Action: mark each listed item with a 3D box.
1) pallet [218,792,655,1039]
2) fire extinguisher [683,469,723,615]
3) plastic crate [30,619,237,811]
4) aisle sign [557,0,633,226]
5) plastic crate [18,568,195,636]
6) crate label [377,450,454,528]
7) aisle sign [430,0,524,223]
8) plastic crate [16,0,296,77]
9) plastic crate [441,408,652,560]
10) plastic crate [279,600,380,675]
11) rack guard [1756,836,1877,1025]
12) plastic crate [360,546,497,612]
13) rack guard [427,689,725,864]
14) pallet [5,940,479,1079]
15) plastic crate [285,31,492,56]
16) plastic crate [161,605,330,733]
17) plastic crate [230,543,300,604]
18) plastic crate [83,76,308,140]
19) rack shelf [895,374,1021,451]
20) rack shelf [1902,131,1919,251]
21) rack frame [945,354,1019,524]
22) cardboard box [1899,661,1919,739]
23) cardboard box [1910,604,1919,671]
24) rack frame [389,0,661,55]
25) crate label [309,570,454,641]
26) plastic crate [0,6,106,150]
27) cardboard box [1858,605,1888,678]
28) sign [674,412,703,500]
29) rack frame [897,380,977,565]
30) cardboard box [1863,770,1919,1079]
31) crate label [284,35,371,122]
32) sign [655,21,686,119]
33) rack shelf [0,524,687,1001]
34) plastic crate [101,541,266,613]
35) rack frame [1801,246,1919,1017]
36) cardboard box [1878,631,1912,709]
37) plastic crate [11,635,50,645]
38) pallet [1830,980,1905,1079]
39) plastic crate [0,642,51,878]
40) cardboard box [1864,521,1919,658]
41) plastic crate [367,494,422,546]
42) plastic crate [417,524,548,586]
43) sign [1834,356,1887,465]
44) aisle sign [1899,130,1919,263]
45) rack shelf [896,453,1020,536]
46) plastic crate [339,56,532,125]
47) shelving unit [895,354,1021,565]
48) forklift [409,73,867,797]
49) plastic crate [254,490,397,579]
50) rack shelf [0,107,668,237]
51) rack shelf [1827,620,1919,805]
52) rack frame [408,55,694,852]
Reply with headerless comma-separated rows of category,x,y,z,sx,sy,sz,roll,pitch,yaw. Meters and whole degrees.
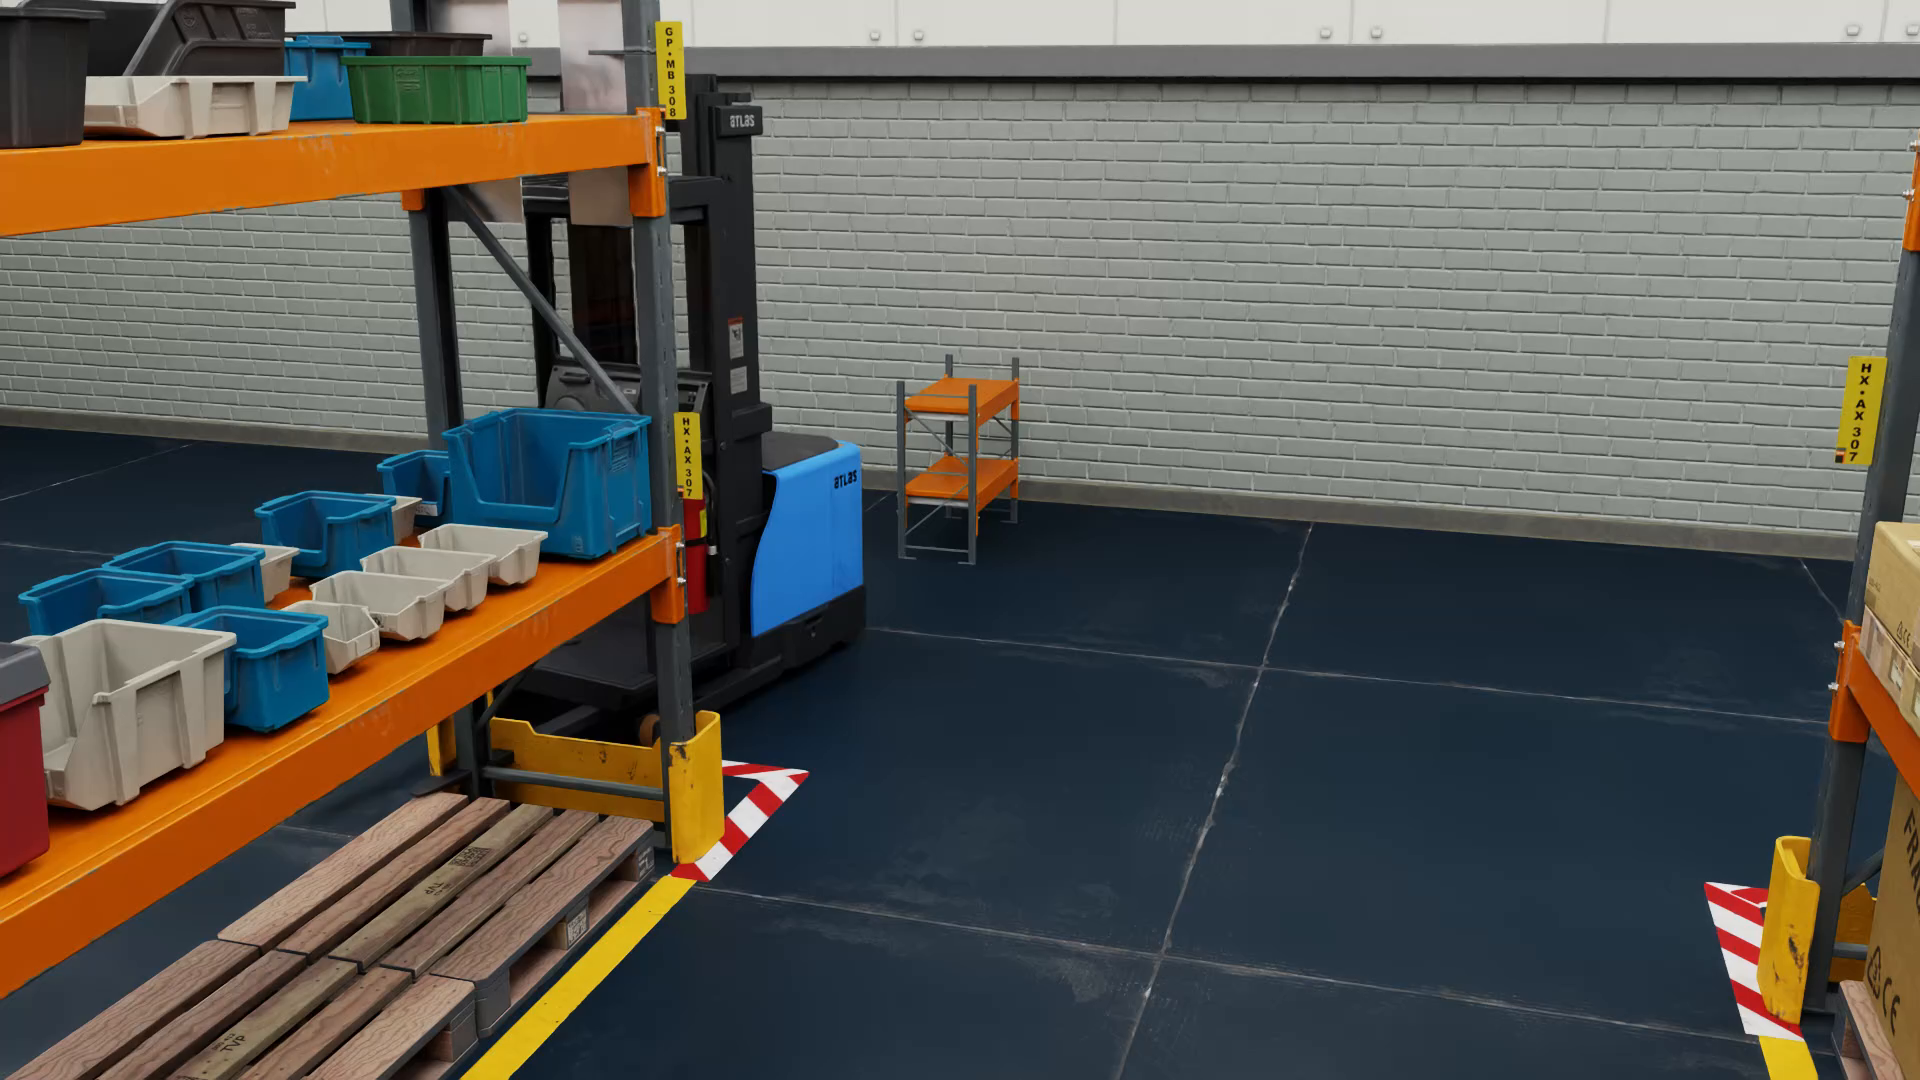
pallet,-1.804,1.284,5.915,1.003,0.211,1.213,5,16,16
fire extinguisher,-1.054,-0.058,6.361,0.296,0.674,0.183,5,16,16
plastic crate,-2.059,0.419,3.961,0.437,0.282,0.530,5,16,16
aisle sign,-1.231,-1.517,5.917,0.394,0.787,0.004,5,16,16
plastic crate,-2.378,0.244,4.671,0.416,0.233,0.300,5,16,16
crate label,-1.918,-0.179,6.162,0.416,0.233,0.303,5,16,16
aisle sign,-1.797,-1.563,6.078,0.394,0.787,0.004,5,16,16
plastic crate,-2.230,-1.305,4.550,0.504,0.338,0.767,5,16,16
plastic crate,-1.449,-0.214,5.912,0.616,0.435,0.499,5,16,16
plastic crate,-1.809,0.284,4.706,0.298,0.136,0.250,5,16,16
rack guard,3.223,1.310,5.294,1.175,0.500,0.348,5,16,16
plastic crate,-1.687,0.130,5.248,0.396,0.136,0.243,5,16,16
rack guard,-1.538,0.925,6.652,1.175,0.500,0.348,5,16,16
pallet,-2.153,1.602,4.794,1.003,0.211,1.213,5,16,16
plastic crate,-1.909,-1.571,5.615,0.497,0.269,0.590,5,16,16
plastic crate,-1.870,0.339,4.335,0.416,0.233,0.300,5,16,16
plastic crate,-2.282,0.122,5.276,0.250,0.136,0.298,5,16,16
plastic crate,-1.882,-1.027,3.938,0.437,0.136,0.530,5,16,16
rack shelf,0.002,-0.825,10.602,0.538,0.278,1.000,5,16,16
rack shelf,2.648,-0.460,2.775,1.077,0.370,4.000,5,16,16
rack frame,0.146,-0.676,11.151,0.500,1.125,0.032,5,16,16
cardboard box,2.655,0.436,4.255,0.380,0.149,0.250,4,16,15
cardboard box,2.680,0.284,4.060,0.500,0.250,0.500,4,16,15
rack frame,-1.532,-3.156,5.466,1.000,3.000,0.127,5,16,16
crate label,-1.743,0.205,4.984,0.396,0.136,0.243,5,16,16
plastic crate,-2.053,-0.908,3.275,0.497,0.269,0.590,5,16,16
cardboard box,2.799,0.302,4.728,0.380,0.149,0.250,5,17,17
sign,-1.000,-0.310,6.127,0.100,0.325,0.005,5,16,16
rack frame,-0.143,-0.410,10.213,0.500,1.125,0.032,5,16,16
cardboard box,3.111,1.108,4.551,0.875,0.875,0.875,5,16,16
crate label,-2.105,-1.425,5.133,0.408,0.251,0.502,5,16,16
sign,-1.000,-1.624,5.754,0.100,0.325,0.005,5,16,16
rack shelf,-2.101,0.599,4.538,1.077,0.370,4.000,5,16,16
plastic crate,-2.292,0.165,4.947,0.416,0.233,0.300,5,16,16
rack frame,3.216,0.114,4.931,1.000,3.000,0.127,5,16,16
cardboard box,2.727,0.369,4.491,0.380,0.149,0.250,4,16,15
plastic crate,-2.463,0.395,4.312,0.293,0.136,0.466,5,16,16
pallet,3.064,1.671,4.552,1.003,0.211,1.213,5,16,16
plastic crate,-2.175,0.503,3.333,0.402,0.464,0.583,5,16,16
cardboard box,2.821,0.148,4.542,0.500,0.250,0.500,4,16,14
plastic crate,-2.089,-0.056,5.902,0.250,0.136,0.298,5,16,16
plastic crate,-1.591,0.055,5.511,0.396,0.136,0.243,5,16,16
sign,2.686,-0.385,4.959,0.100,0.325,0.005,5,16,16
aisle sign,2.949,-1.179,4.724,0.394,0.787,0.004,5,16,16
rack shelf,0.002,-0.308,10.749,0.538,0.278,1.000,5,16,16
plastic crate,-1.539,-1.331,4.917,0.450,0.188,0.336,5,16,16
shelving unit,0.002,-0.543,10.682,0.538,1.125,1.048,5,16,16
forklift,-1.663,-0.602,7.579,1.130,2.935,3.031,9,18,28
plastic crate,-2.105,-0.007,5.555,0.416,0.233,0.300,5,16,16
rack shelf,-2.101,-0.844,4.129,1.077,0.370,4.000,5,16,16
rack shelf,2.648,0.983,3.184,1.077,0.370,4.000,5,16,16
rack frame,-1.532,-0.270,6.285,1.000,3.000,0.127,5,16,16
